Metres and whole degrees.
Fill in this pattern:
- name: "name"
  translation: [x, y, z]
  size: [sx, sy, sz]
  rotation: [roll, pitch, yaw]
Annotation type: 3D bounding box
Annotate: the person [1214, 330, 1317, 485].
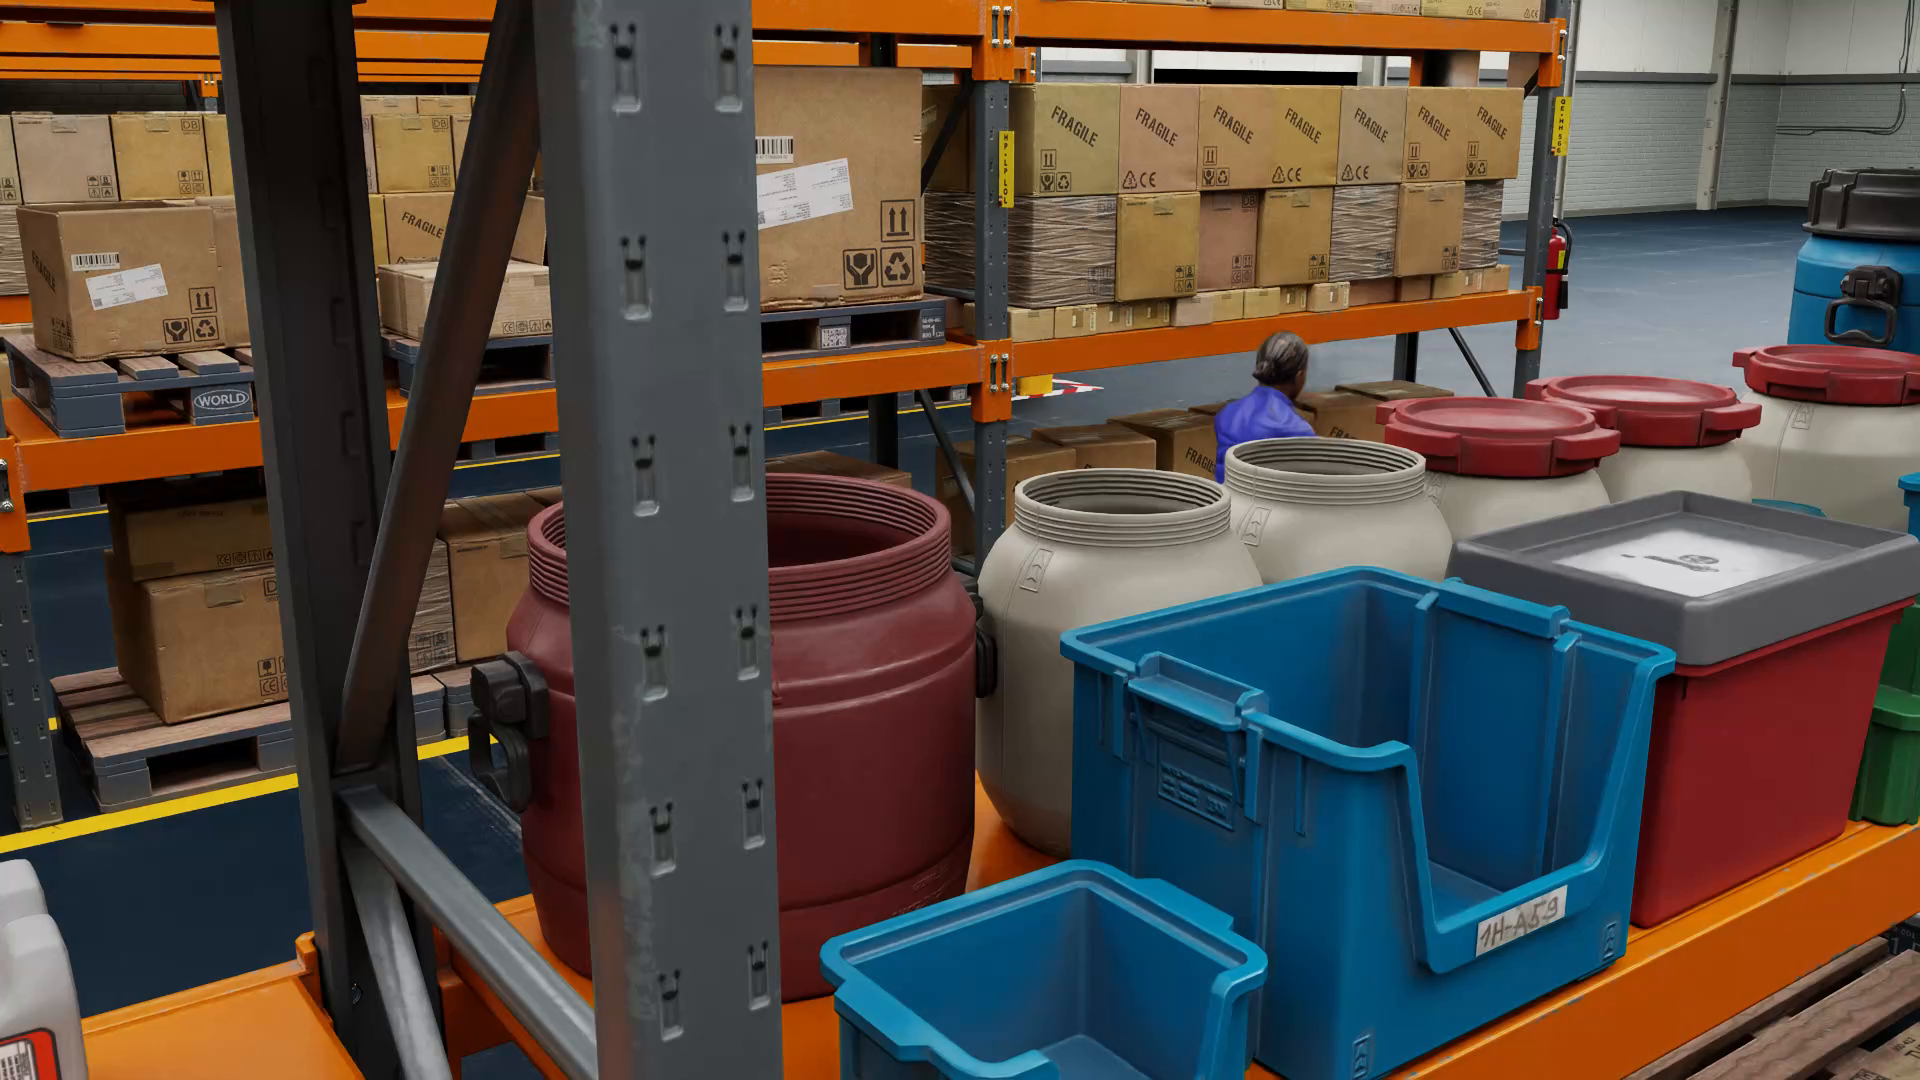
- name: "person"
  translation: [1.044, 0.091, 5.763]
  size: [0.552, 1.621, 0.395]
  rotation: [-11, 18, -36]
